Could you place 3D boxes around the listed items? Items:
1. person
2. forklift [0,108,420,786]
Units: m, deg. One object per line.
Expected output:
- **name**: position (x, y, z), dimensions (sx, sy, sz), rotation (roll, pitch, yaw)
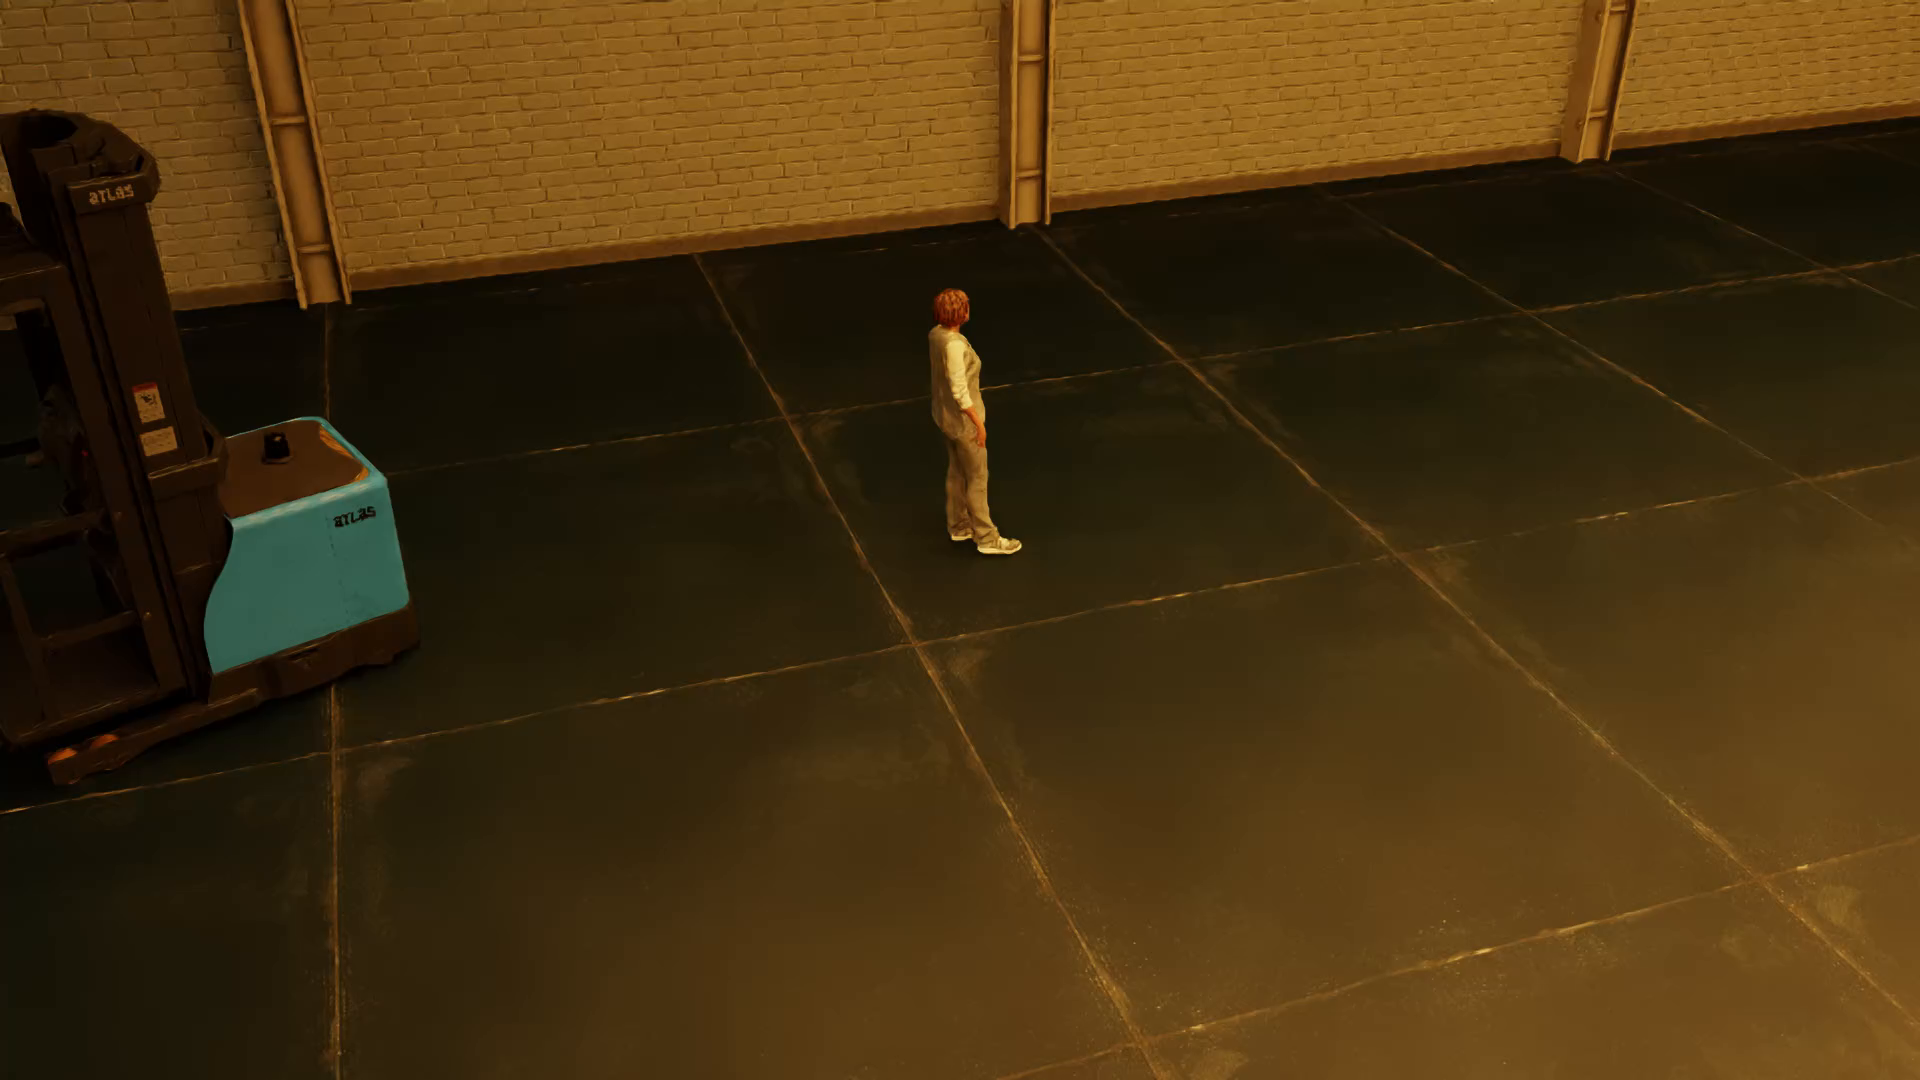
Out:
- **person**: position (0.075, -0.704, 9.633), dimensions (0.474, 1.597, 0.521), rotation (-10, 31, -16)
- **forklift**: position (-4.376, -0.394, 7.771), dimensions (3.031, 2.935, 1.130), rotation (-22, 36, -33)
